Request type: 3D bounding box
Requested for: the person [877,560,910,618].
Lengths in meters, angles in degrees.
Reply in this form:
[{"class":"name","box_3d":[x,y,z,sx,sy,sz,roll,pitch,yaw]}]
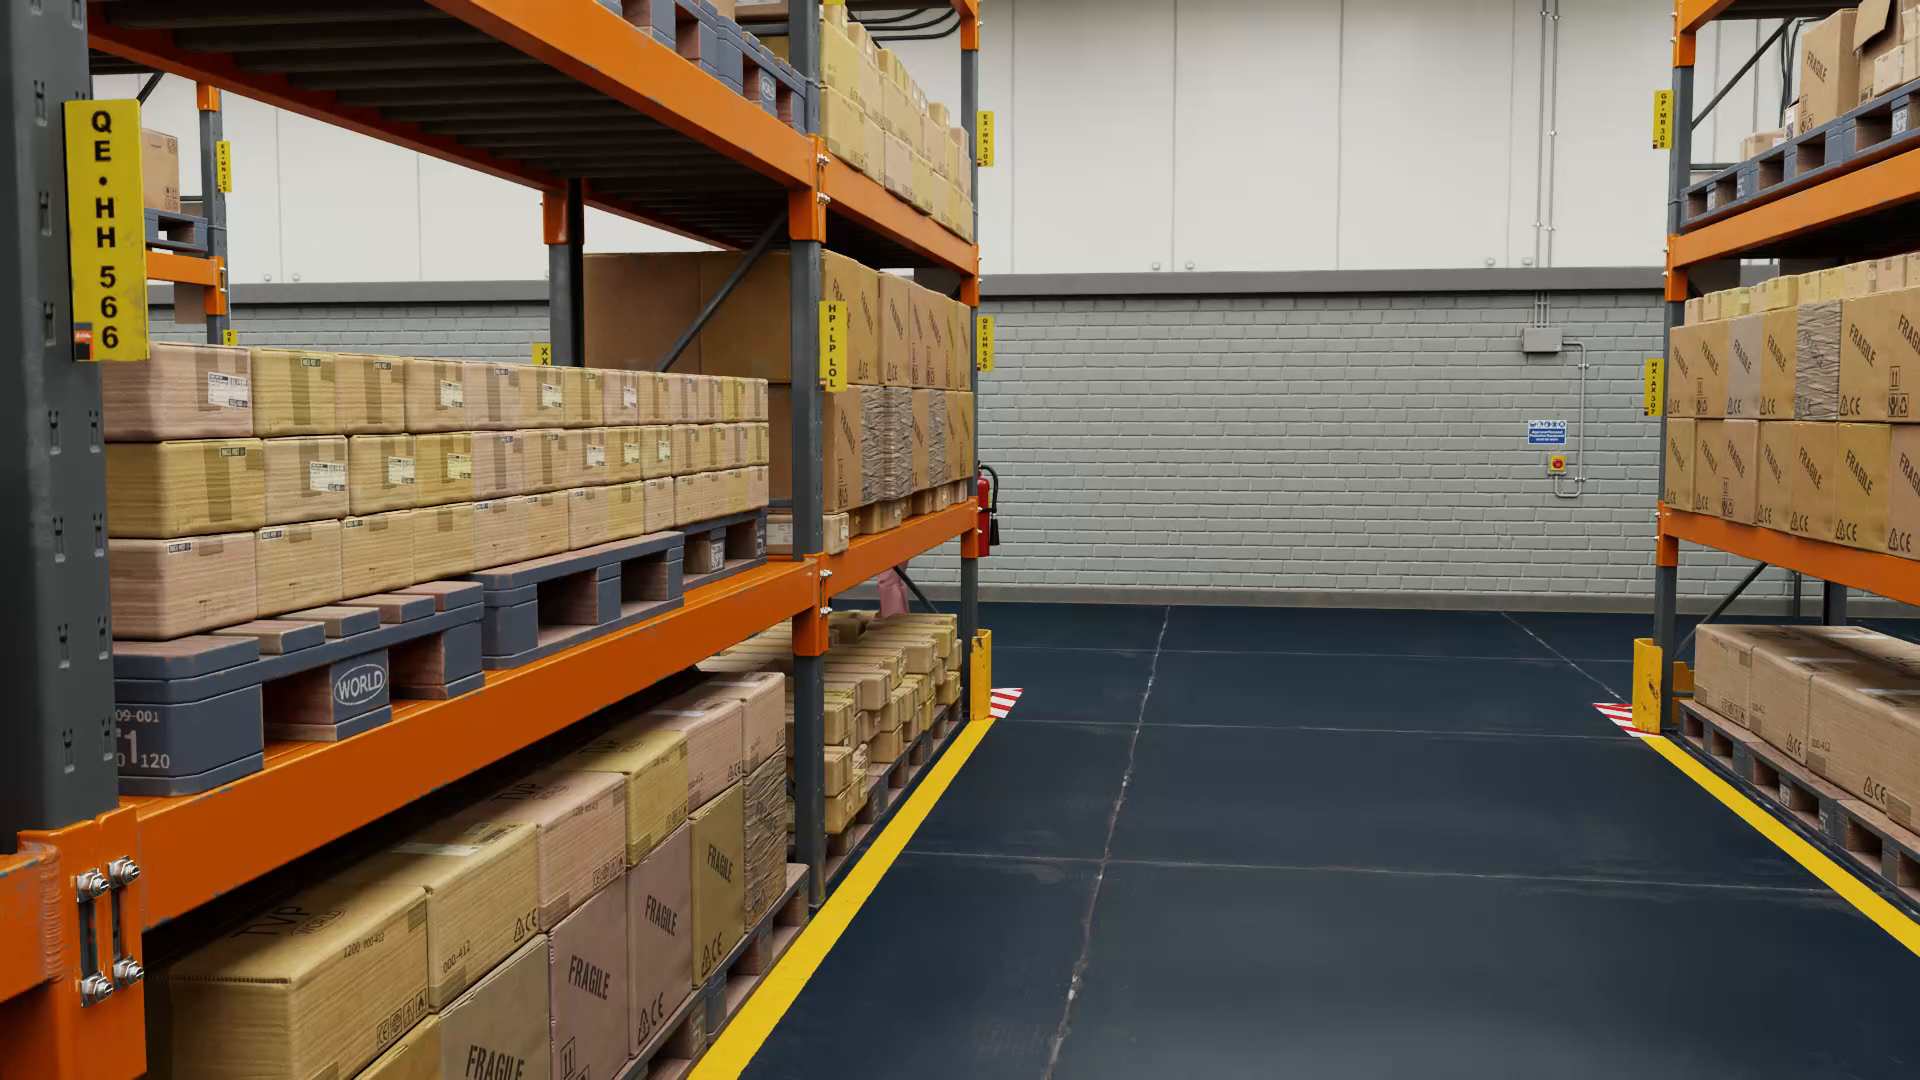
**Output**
[{"class":"person","box_3d":[-0.527,-0.015,13.047,0.359,1.672,0.497,1,5,6]}]
